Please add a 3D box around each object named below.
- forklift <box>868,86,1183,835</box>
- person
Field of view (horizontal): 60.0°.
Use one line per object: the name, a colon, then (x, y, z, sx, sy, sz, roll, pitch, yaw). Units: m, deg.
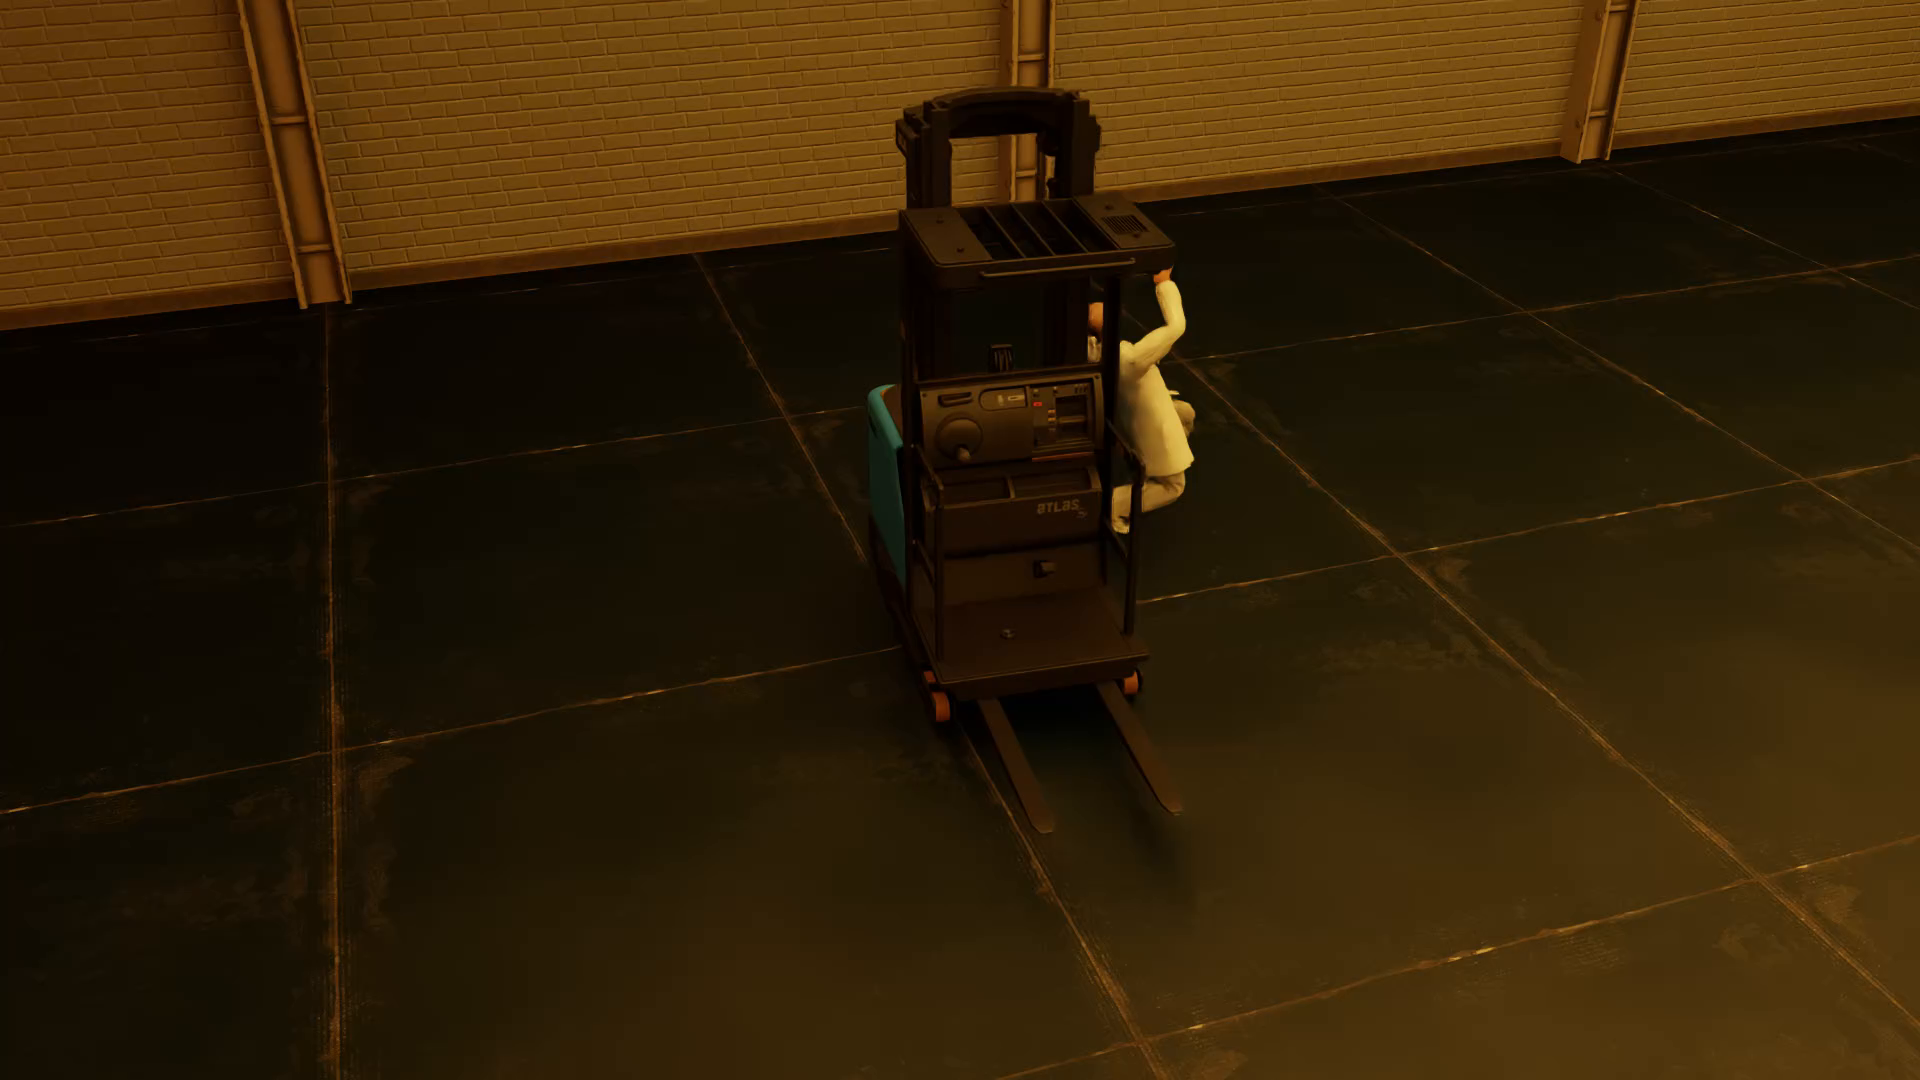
forklift: (0.315, -0.555, 8.051, 1.130, 2.935, 3.031, -7, 31, -12)
person: (1.026, -0.940, 10.034, 0.847, 1.696, 1.164, -11, 32, -18)
